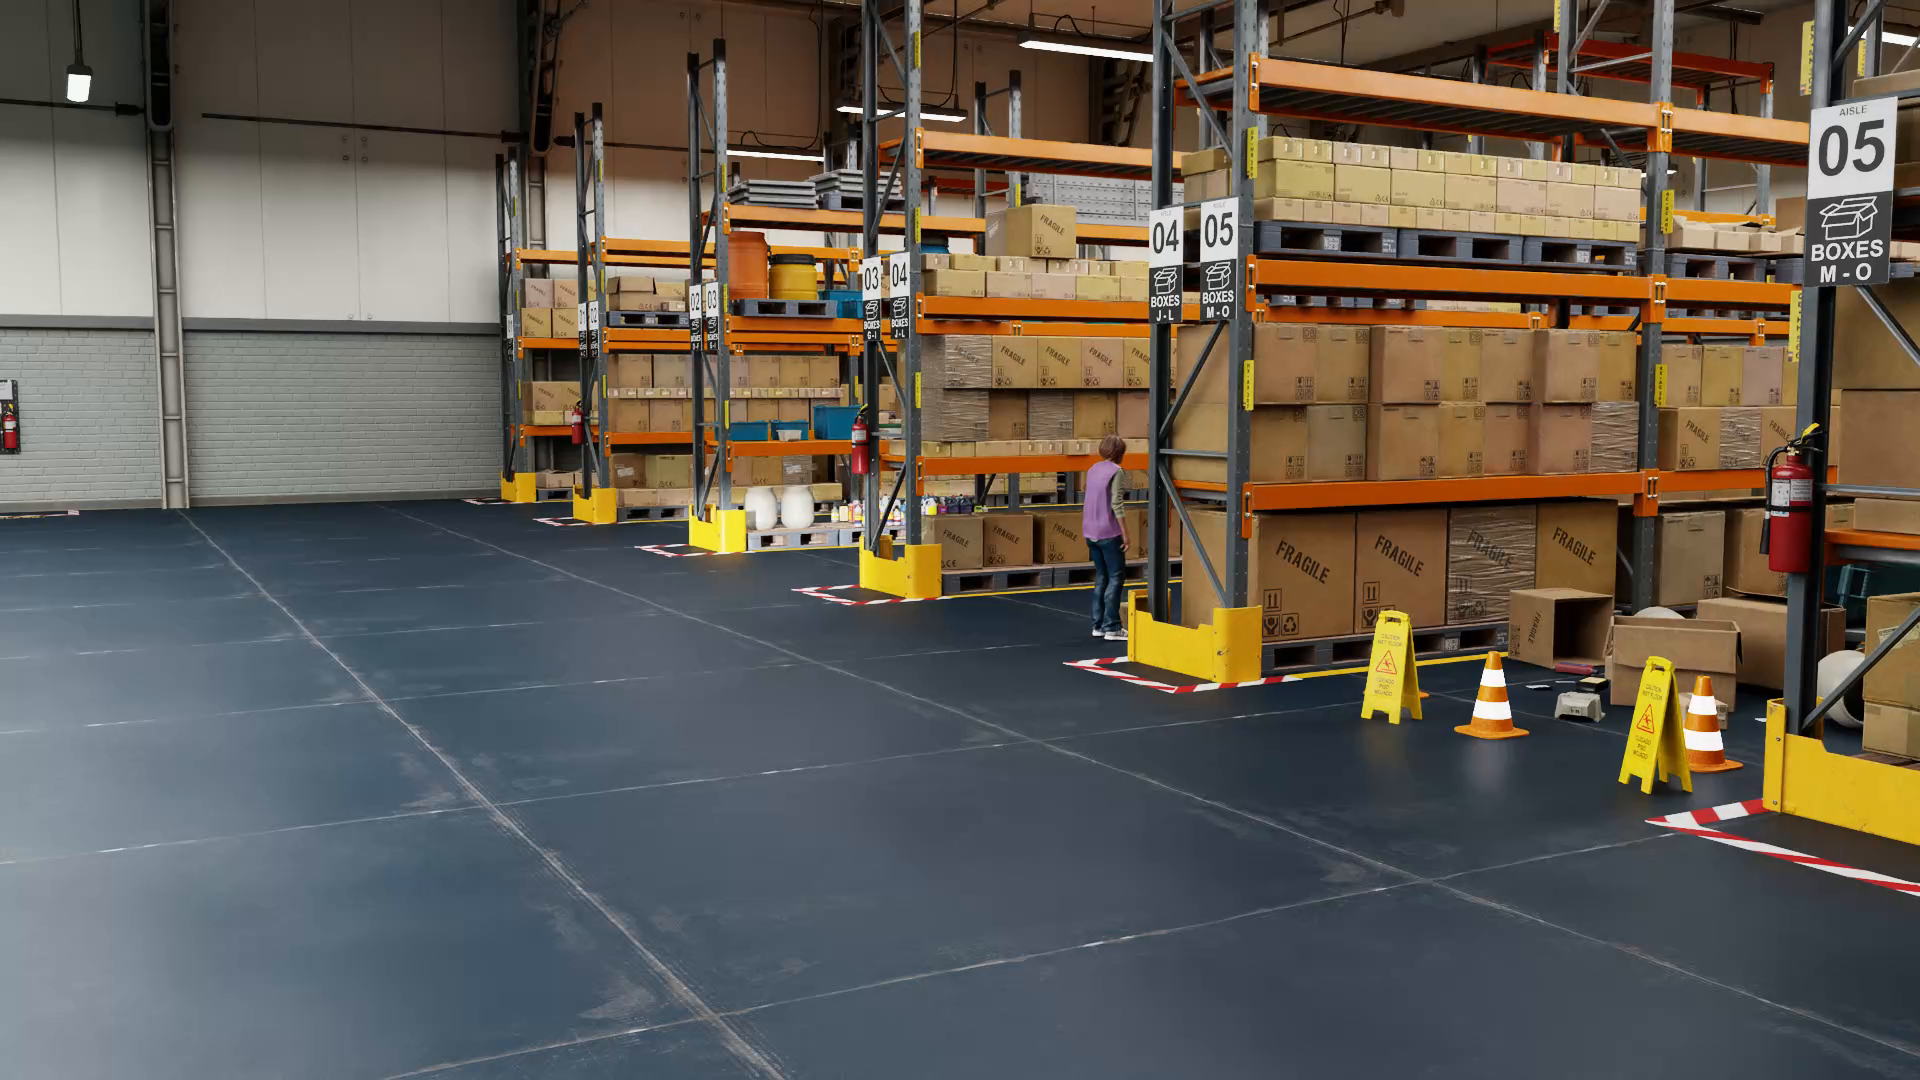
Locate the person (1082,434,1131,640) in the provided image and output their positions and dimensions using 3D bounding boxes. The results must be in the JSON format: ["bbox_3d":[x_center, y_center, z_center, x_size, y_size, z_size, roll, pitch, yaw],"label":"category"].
[{"bbox_3d":[1.159,-0.017,12.999,0.368,1.576,0.479,-3,6,-30],"label":"person"}]
